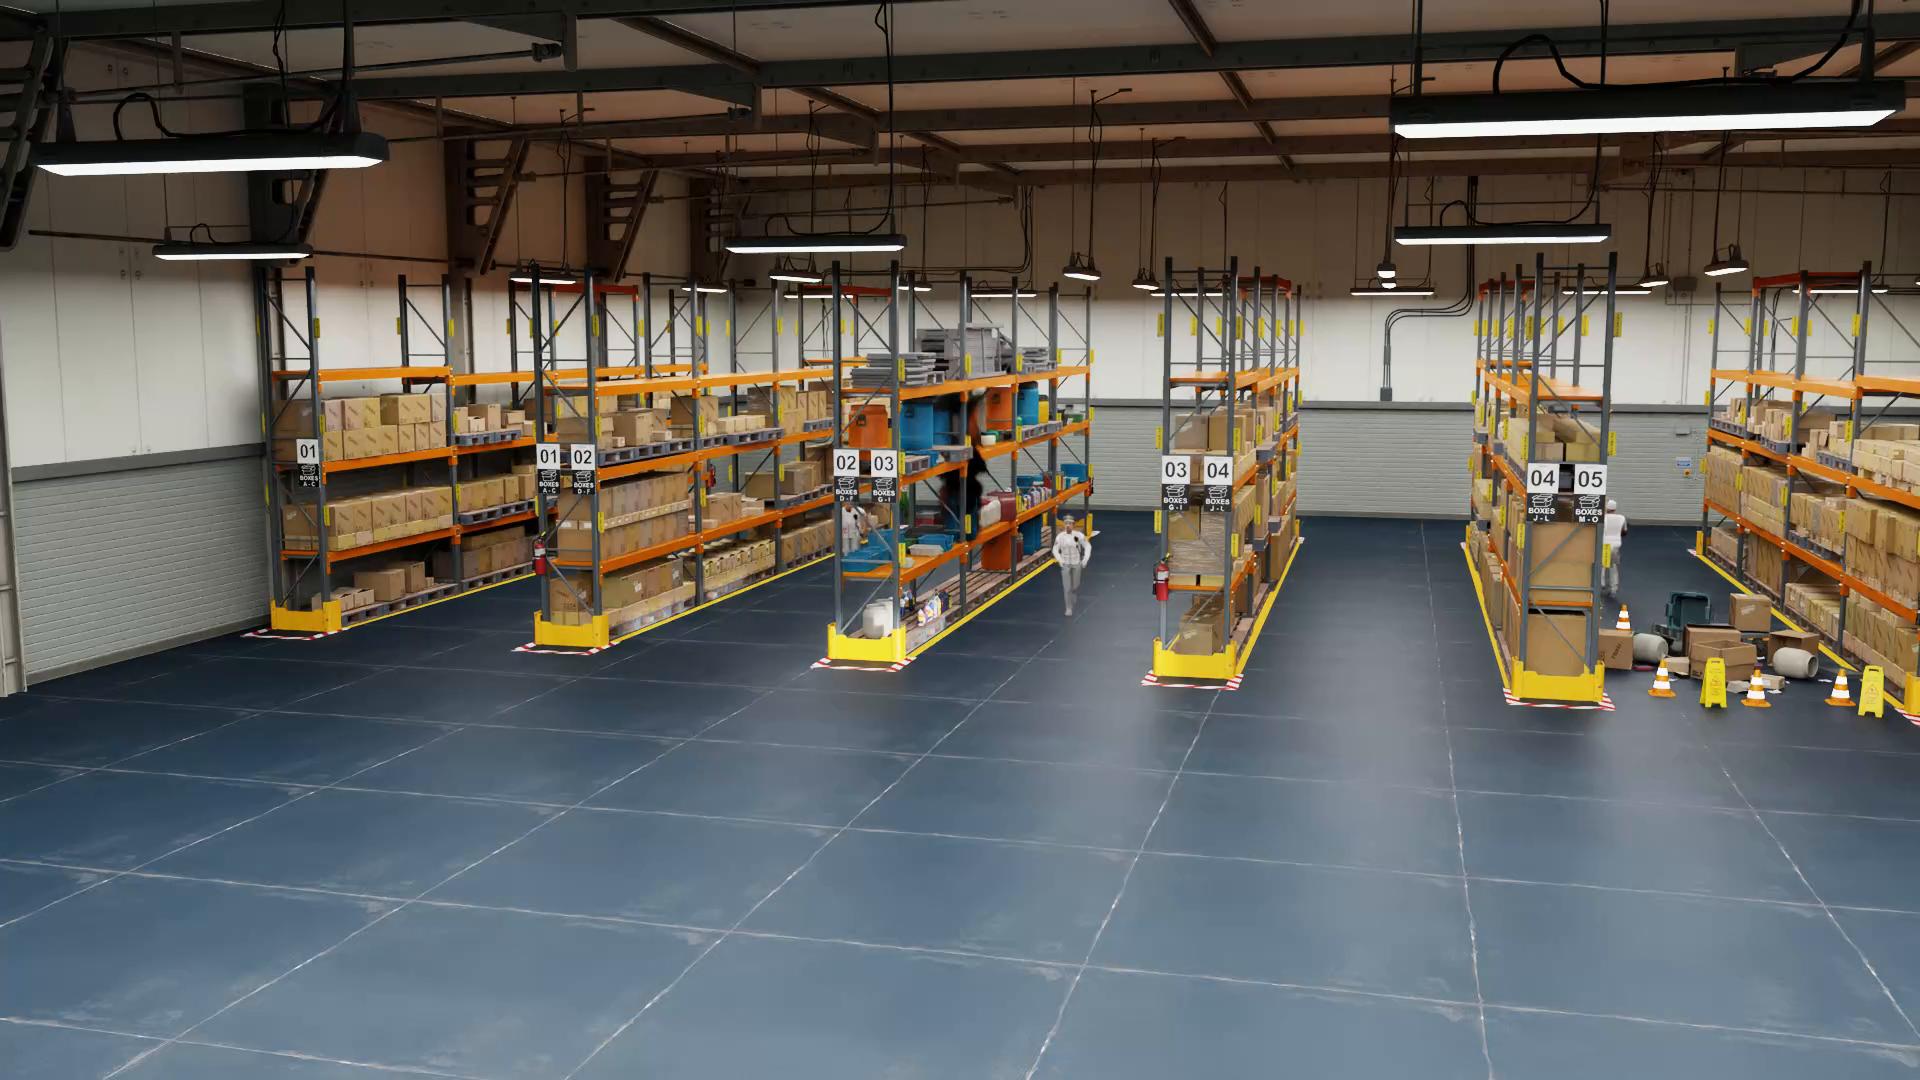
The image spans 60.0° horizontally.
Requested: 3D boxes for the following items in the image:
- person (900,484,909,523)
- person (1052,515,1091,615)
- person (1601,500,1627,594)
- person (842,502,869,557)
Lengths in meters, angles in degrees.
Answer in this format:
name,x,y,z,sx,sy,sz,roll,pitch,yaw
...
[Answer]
name,x,y,z,sx,sy,sz,roll,pitch,yaw
person,-1.563,-1.261,42.797,0.672,1.709,0.678,4,8,26
person,1.838,0.410,27.484,0.632,1.670,0.621,1,7,8
person,12.268,0.154,31.402,0.611,1.819,0.781,1,7,11
person,-2.062,-0.041,31.458,0.593,1.586,0.665,1,7,10
